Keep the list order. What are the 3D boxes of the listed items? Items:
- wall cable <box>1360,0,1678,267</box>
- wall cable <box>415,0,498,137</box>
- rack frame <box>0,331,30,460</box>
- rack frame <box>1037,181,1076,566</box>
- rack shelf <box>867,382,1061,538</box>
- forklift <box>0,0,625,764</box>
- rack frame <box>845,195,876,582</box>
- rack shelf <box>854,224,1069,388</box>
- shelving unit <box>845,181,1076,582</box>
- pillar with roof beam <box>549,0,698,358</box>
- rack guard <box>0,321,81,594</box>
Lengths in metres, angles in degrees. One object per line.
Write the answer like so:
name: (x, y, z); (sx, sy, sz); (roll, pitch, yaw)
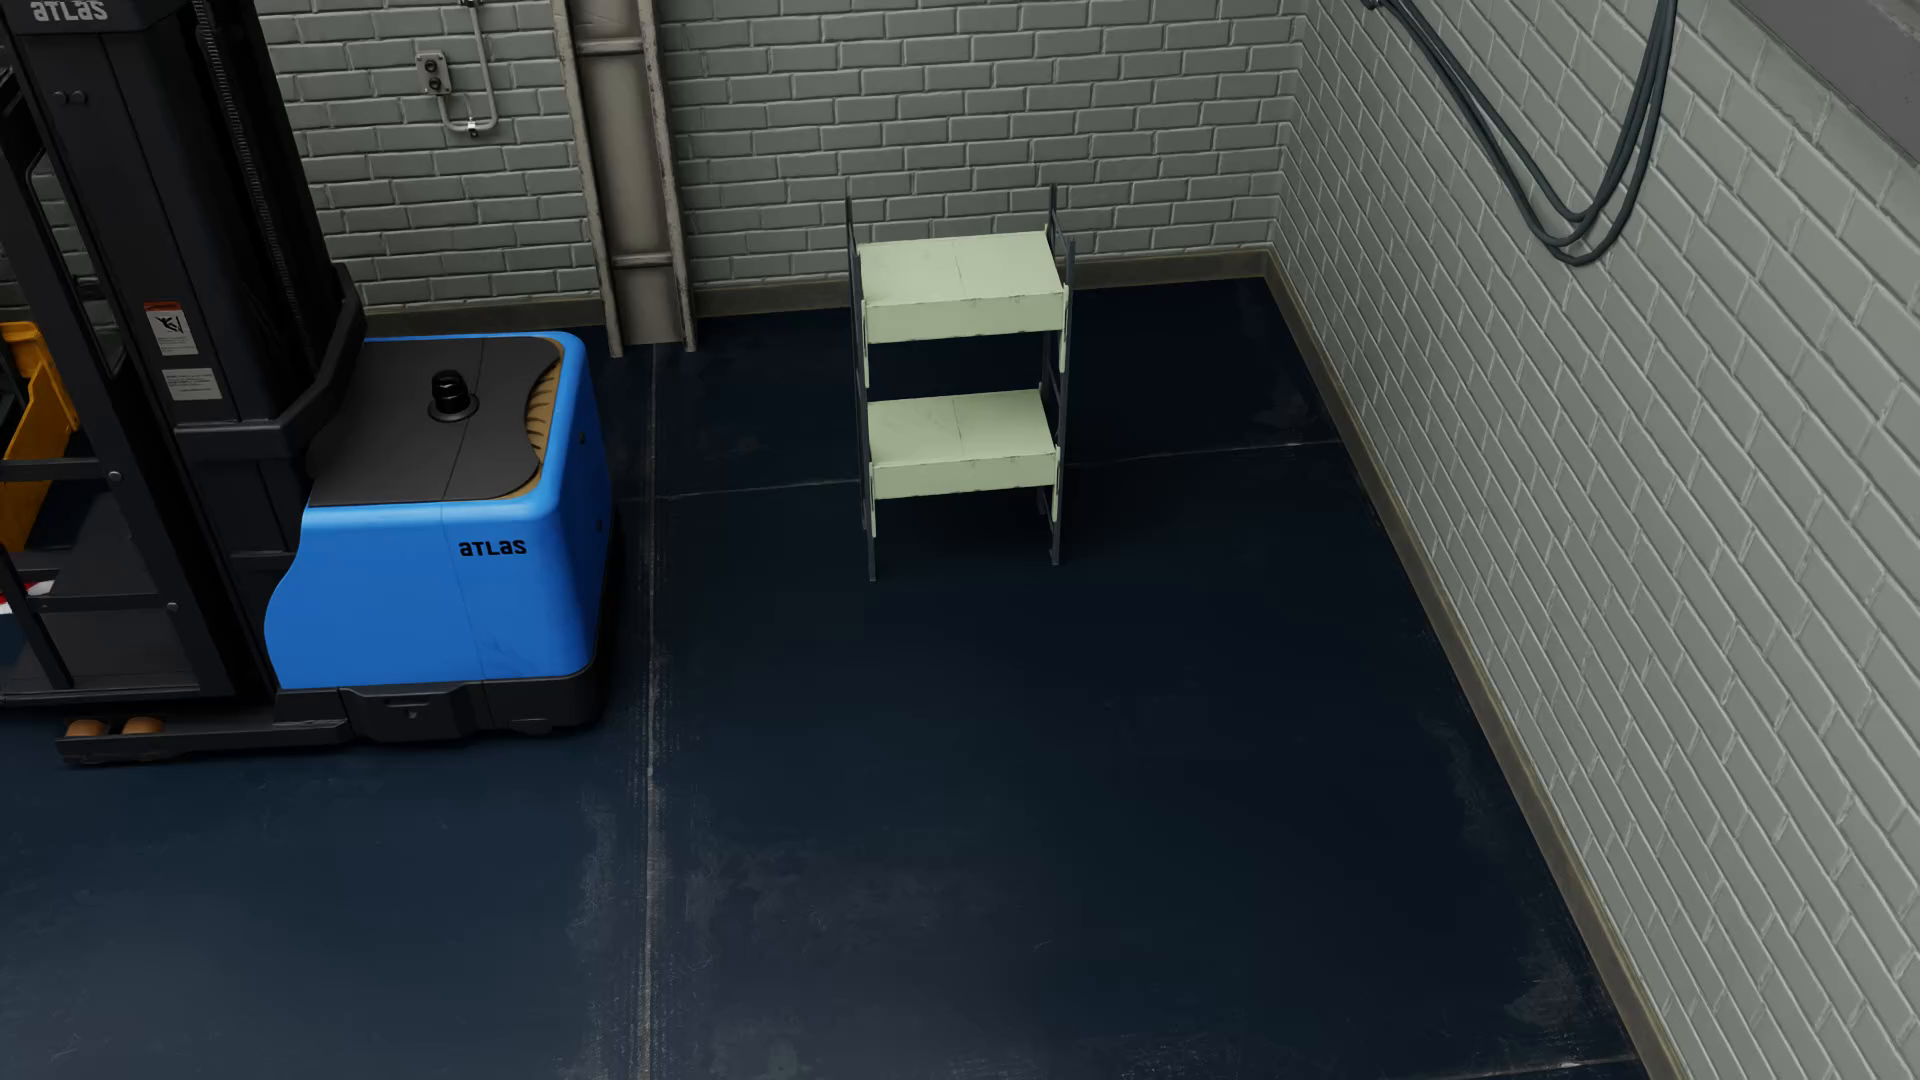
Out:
wall cable: (1.653, -2.596, 5.228); (0.112, 2.526, 3.097); (-5, 42, -6)
wall cable: (-2.854, -2.384, 6.395); (1.851, 1.984, 0.084); (-5, 42, -6)
rack frame: (-4.001, -1.267, 5.915); (0.127, 3.000, 1.000); (-5, 42, -6)
rack frame: (0.356, -0.588, 6.282); (0.023, 1.500, 0.400); (-5, 42, -6)
rack shelf: (-0.007, -0.314, 6.465); (0.720, 0.370, 0.431); (-5, 42, -6)
forklift: (-2.816, -0.665, 5.299); (3.031, 2.935, 1.130); (-3, 42, -3)
rack frame: (-0.370, -0.525, 6.212); (0.023, 1.500, 0.400); (-5, 42, -6)
rack shelf: (-0.007, -0.846, 5.986); (0.720, 0.370, 0.431); (-5, 42, -6)
shelving unit: (-0.007, -0.556, 6.247); (0.755, 1.500, 0.431); (-5, 42, -6)
pillar with roof beam: (-0.878, -1.445, 1.633); (0.400, 9.000, 9.100); (-5, 42, -6)
rack guard: (-3.977, -0.341, 6.755); (0.348, 0.500, 1.175); (-5, 42, -6)
